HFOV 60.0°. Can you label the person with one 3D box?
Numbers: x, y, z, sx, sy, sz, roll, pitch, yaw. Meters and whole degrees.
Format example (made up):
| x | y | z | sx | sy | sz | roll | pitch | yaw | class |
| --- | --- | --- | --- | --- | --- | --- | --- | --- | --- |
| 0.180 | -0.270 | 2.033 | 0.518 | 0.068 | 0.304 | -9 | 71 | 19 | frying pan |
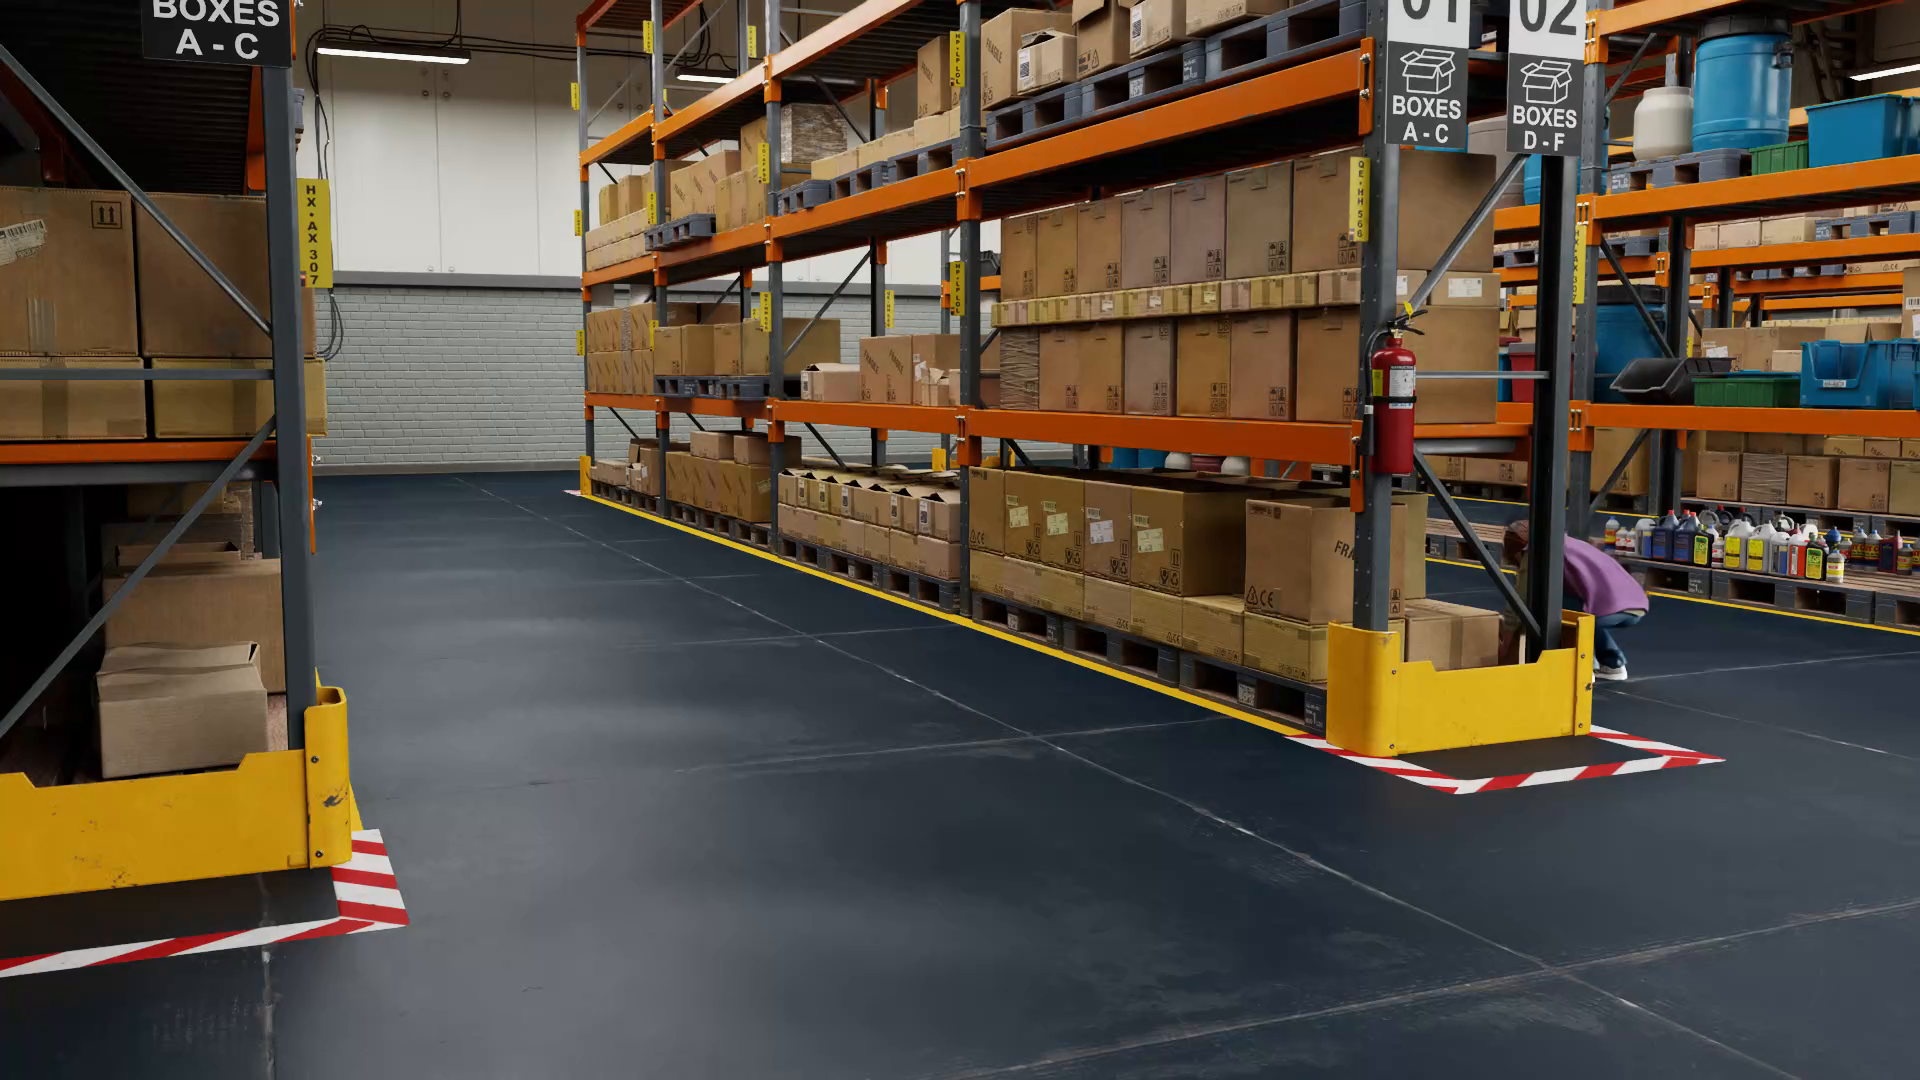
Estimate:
| x | y | z | sx | sy | sz | roll | pitch | yaw | class |
| --- | --- | --- | --- | --- | --- | --- | --- | --- | --- |
| 3.063 | 0.305 | 8.344 | 0.437 | 0.774 | 0.805 | -2 | 6 | -24 | person |
